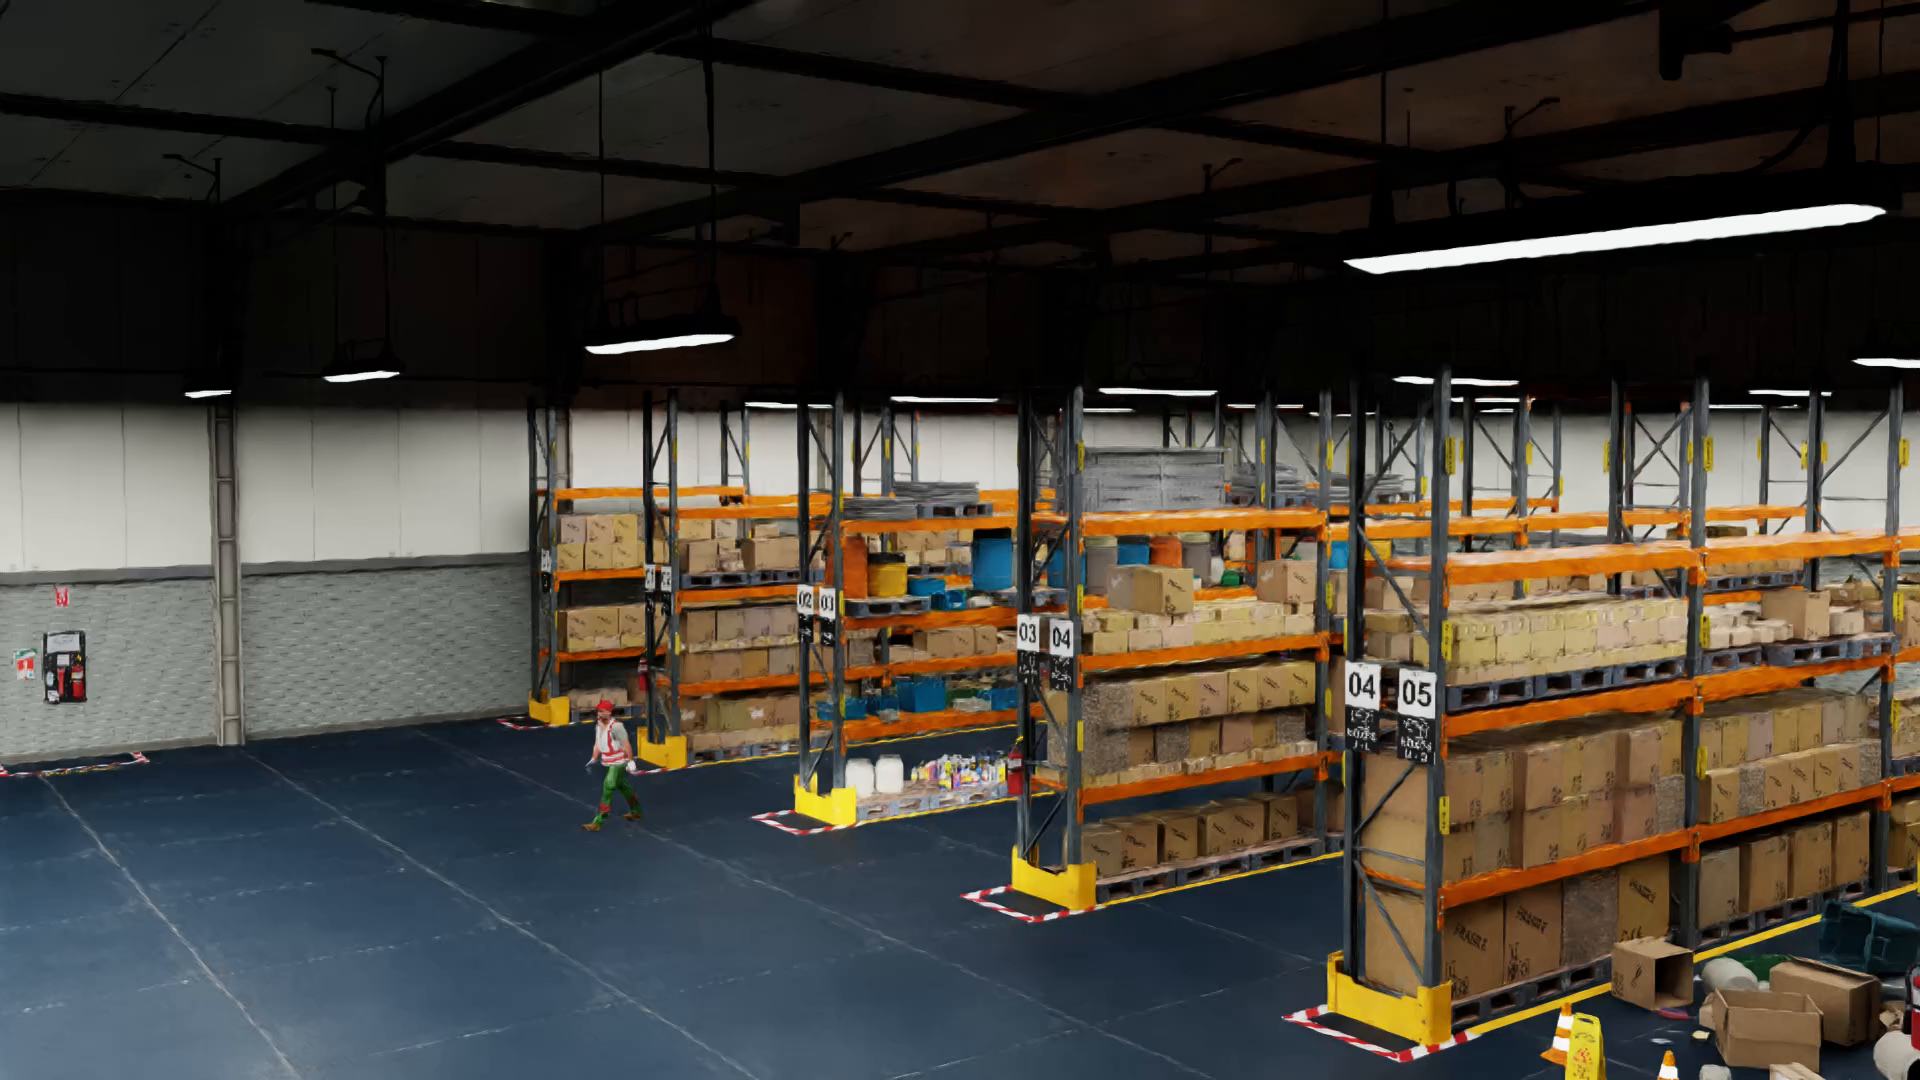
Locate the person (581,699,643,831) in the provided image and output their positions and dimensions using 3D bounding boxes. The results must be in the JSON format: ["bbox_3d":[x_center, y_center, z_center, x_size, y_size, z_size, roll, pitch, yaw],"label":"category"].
[{"bbox_3d":[-4.682,2.978,22.254,1.097,1.708,0.554,-3,5,-44],"label":"person"}]

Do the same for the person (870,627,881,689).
[{"bbox_3d":[-1.489,2.394,31.602,0.514,1.781,0.638,1,4,24],"label":"person"}]
